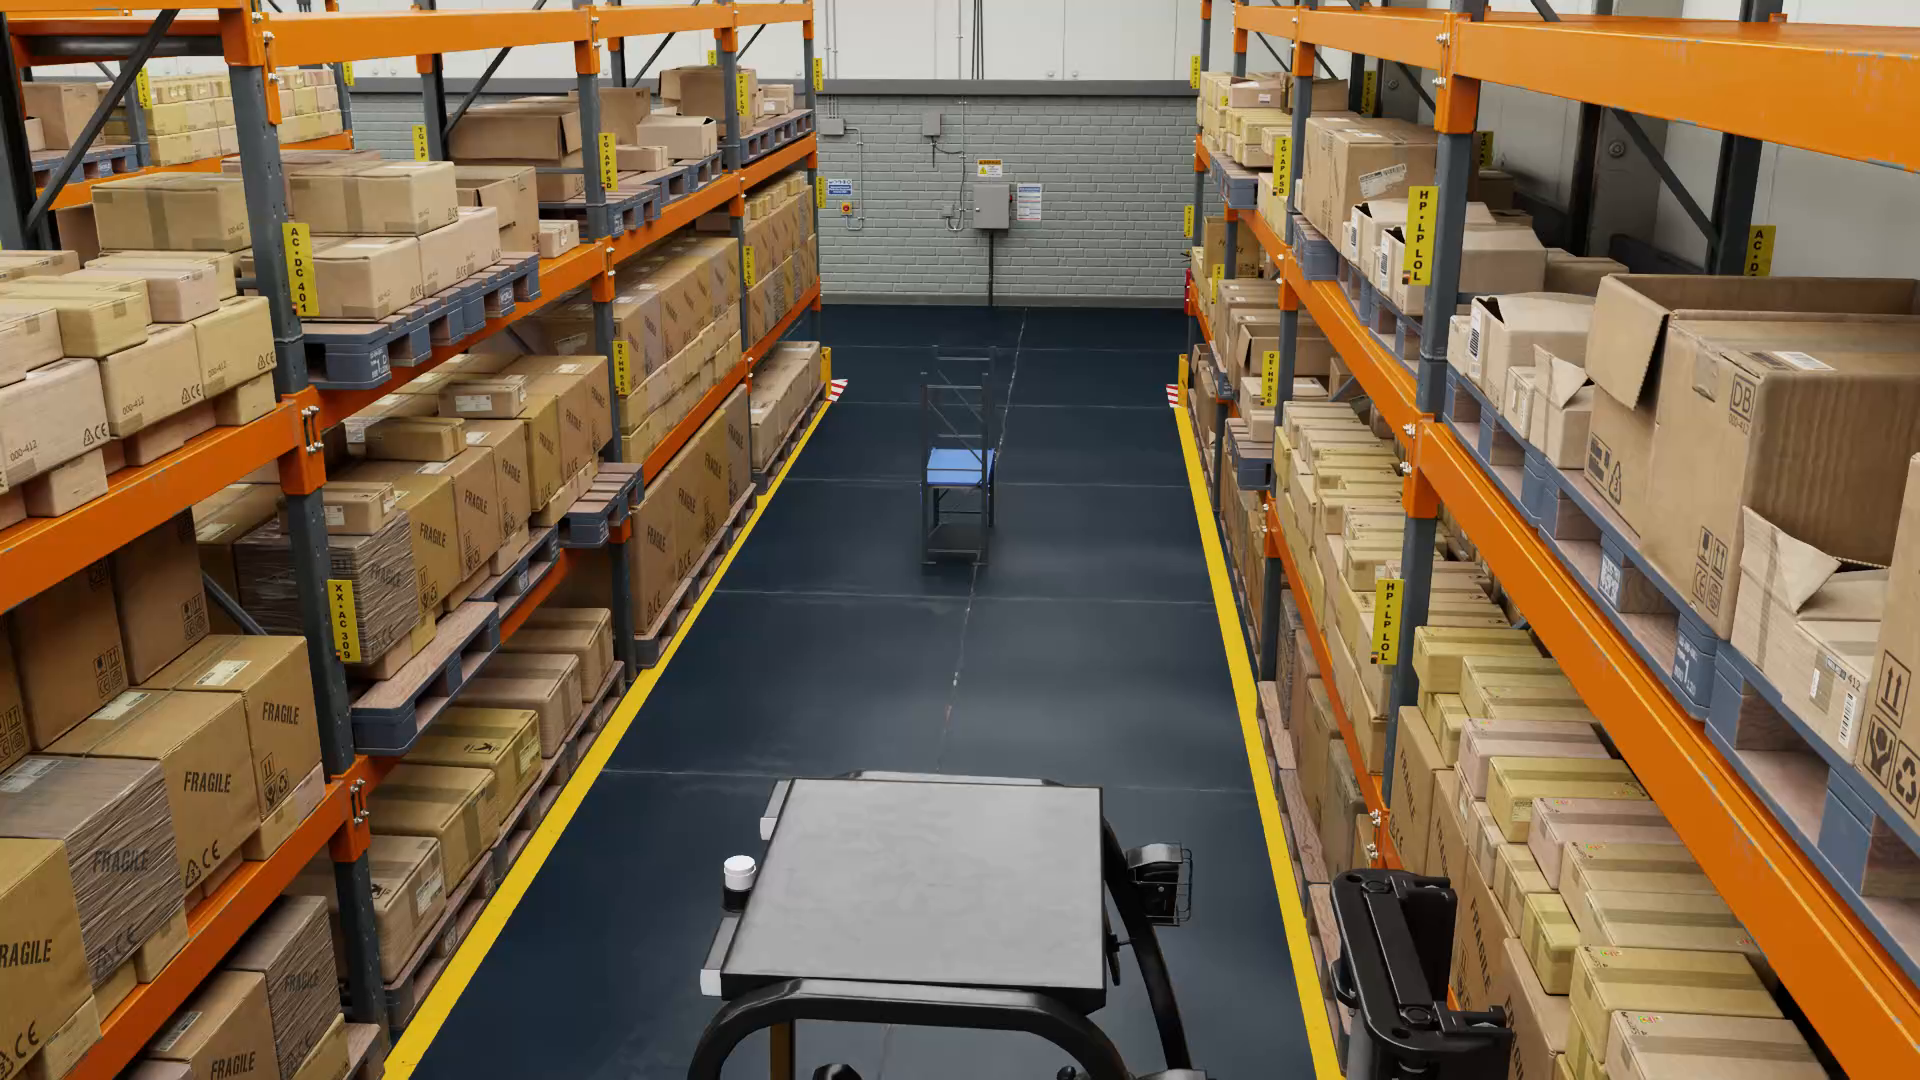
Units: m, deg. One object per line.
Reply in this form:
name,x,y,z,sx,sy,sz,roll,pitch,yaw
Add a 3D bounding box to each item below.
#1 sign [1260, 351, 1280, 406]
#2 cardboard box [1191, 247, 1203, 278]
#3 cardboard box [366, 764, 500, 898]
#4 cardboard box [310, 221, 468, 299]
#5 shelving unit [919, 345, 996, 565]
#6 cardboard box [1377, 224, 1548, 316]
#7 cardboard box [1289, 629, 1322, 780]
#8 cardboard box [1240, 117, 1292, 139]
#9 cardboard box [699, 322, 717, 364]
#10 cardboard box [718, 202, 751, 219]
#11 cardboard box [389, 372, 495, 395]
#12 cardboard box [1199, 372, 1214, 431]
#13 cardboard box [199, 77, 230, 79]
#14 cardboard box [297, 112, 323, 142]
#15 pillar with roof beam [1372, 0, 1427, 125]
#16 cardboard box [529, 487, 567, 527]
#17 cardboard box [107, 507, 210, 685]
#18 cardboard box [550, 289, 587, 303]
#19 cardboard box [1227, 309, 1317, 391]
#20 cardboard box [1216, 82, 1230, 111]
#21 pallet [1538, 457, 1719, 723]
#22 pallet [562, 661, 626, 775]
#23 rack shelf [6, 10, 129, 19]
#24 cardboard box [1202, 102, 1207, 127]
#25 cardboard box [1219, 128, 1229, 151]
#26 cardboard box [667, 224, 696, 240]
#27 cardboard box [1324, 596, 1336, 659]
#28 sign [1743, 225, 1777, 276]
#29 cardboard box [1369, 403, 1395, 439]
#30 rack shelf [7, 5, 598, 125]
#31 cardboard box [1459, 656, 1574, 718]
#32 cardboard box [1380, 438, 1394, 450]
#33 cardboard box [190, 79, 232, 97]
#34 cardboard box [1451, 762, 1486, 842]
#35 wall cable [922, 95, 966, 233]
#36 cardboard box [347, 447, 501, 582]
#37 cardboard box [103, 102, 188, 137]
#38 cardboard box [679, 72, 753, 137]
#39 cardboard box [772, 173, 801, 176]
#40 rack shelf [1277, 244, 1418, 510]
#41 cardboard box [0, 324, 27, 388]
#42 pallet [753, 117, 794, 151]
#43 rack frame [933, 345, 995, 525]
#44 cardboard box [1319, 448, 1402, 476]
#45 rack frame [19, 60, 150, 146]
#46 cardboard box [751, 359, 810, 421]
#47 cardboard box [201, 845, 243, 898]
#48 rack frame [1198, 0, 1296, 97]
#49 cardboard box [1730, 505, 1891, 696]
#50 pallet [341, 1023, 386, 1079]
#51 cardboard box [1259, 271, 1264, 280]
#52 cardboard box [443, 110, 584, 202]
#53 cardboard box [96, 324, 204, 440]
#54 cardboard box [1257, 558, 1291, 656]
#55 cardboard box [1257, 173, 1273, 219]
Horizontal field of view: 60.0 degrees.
sign,1.823,-0.947,9.764,0.100,0.325,0.005,1,18,4
cardboard box,2.638,-2.845,17.052,0.500,0.250,0.500,1,18,4
cardboard box,-2.789,1.370,7.970,0.950,0.372,0.625,2,18,7
cardboard box,-2.395,-1.177,6.946,0.500,0.250,0.500,1,18,3
shelving unit,-0.006,-0.686,13.109,0.538,1.500,1.048,1,18,4
cardboard box,1.887,-1.044,6.281,0.500,0.311,0.500,1,18,2
cardboard box,2.268,0.900,8.998,0.875,0.625,0.625,2,18,6
cardboard box,2.169,-2.878,11.661,0.380,0.149,0.250,1,18,4
cardboard box,-2.148,-1.485,12.576,0.500,0.250,0.500,2,18,5
cardboard box,-2.039,-2.861,14.529,0.380,0.149,0.250,1,18,3
cardboard box,-2.879,-0.627,9.206,0.500,0.500,0.500,2,18,7
cardboard box,2.563,-1.307,15.936,0.500,0.500,0.500,2,18,5
cardboard box,-6.833,-4.211,15.439,0.380,0.149,0.250,1,18,2
cardboard box,-6.755,-4.147,16.686,0.500,0.250,0.500,1,18,4
pillar with roof beam,-0.693,-4.811,13.653,9.100,9.000,0.400,1,18,4
cardboard box,-2.327,-0.180,8.885,0.380,0.149,0.250,2,18,5
cardboard box,-3.120,0.175,5.828,0.700,0.500,0.500,1,18,3
cardboard box,-2.781,-1.384,11.062,0.500,0.500,0.500,2,18,5
cardboard box,2.301,-1.365,11.937,0.700,0.500,0.500,1,18,4
cardboard box,2.521,-3.878,14.584,0.500,0.250,0.500,2,18,5
pallet,1.953,0.077,3.696,1.003,0.211,1.213,1,18,4
pallet,-2.643,1.033,9.932,1.003,0.211,1.213,1,18,4
rack shelf,-7.387,-3.554,11.616,1.077,0.370,4.000,1,18,4
cardboard box,2.619,-4.116,16.112,0.500,0.250,0.500,2,18,5
cardboard box,2.181,-3.057,12.688,0.380,0.149,0.250,1,18,5
cardboard box,-2.541,-2.453,14.325,0.500,0.500,0.500,1,18,3
cardboard box,1.950,0.416,7.577,0.500,0.250,0.500,1,18,4
sign,2.632,-0.880,5.517,0.100,0.325,0.005,1,18,4
cardboard box,2.544,-0.676,9.466,0.380,0.149,0.250,2,18,6
rack shelf,-2.729,-2.233,7.583,1.077,0.370,4.000,1,18,4
cardboard box,1.849,0.496,5.413,0.380,0.149,0.250,2,18,5
cardboard box,2.610,-0.446,9.405,0.500,0.250,0.500,2,18,5
cardboard box,-6.839,-4.130,15.190,0.380,0.149,0.250,2,18,7
cardboard box,1.694,0.791,4.989,0.380,0.149,0.250,2,18,5
wall cable,-0.216,-5.226,22.924,0.588,1.984,0.122,1,18,4
cardboard box,-2.469,-0.129,7.688,0.500,0.500,0.500,1,18,4
cardboard box,-6.970,-3.592,14.190,0.500,0.250,0.500,2,18,6
cardboard box,-2.047,-3.675,14.010,0.500,0.500,0.500,2,18,5
cardboard box,-1.833,-3.655,16.953,0.380,0.149,0.250,2,18,5
rack shelf,2.222,-0.888,7.654,1.077,0.370,4.000,1,18,4
cardboard box,-2.703,-0.470,4.346,0.380,0.149,0.250,1,18,5
pallet,-2.140,-3.792,15.505,1.003,0.211,1.213,1,18,4
rack frame,0.030,-0.844,13.590,0.500,1.500,0.032,1,18,4
cardboard box,2.044,-0.365,8.518,0.380,0.149,0.250,1,18,5
rack frame,-7.244,-4.707,13.338,1.000,3.000,0.127,1,18,4
cardboard box,-2.017,-1.510,16.655,0.875,0.438,0.875,2,18,5
cardboard box,-2.699,1.090,5.682,0.380,0.149,0.250,1,18,4
rack frame,2.939,-5.761,16.553,1.000,3.000,0.127,1,18,4
cardboard box,1.566,0.108,2.841,0.396,0.266,0.258,1,18,4
pallet,-2.885,2.242,6.243,1.003,0.211,1.213,1,18,4
cardboard box,3.054,-2.355,15.557,0.500,0.250,0.500,1,18,4
cardboard box,-2.709,-2.330,10.058,0.797,0.503,0.637,0,18,1
cardboard box,-2.671,-0.488,5.042,0.500,0.250,0.500,1,18,3
cardboard box,2.181,0.427,10.644,0.500,0.500,0.500,2,18,6
cardboard box,2.231,-2.256,10.914,0.500,0.250,0.500,1,18,4
